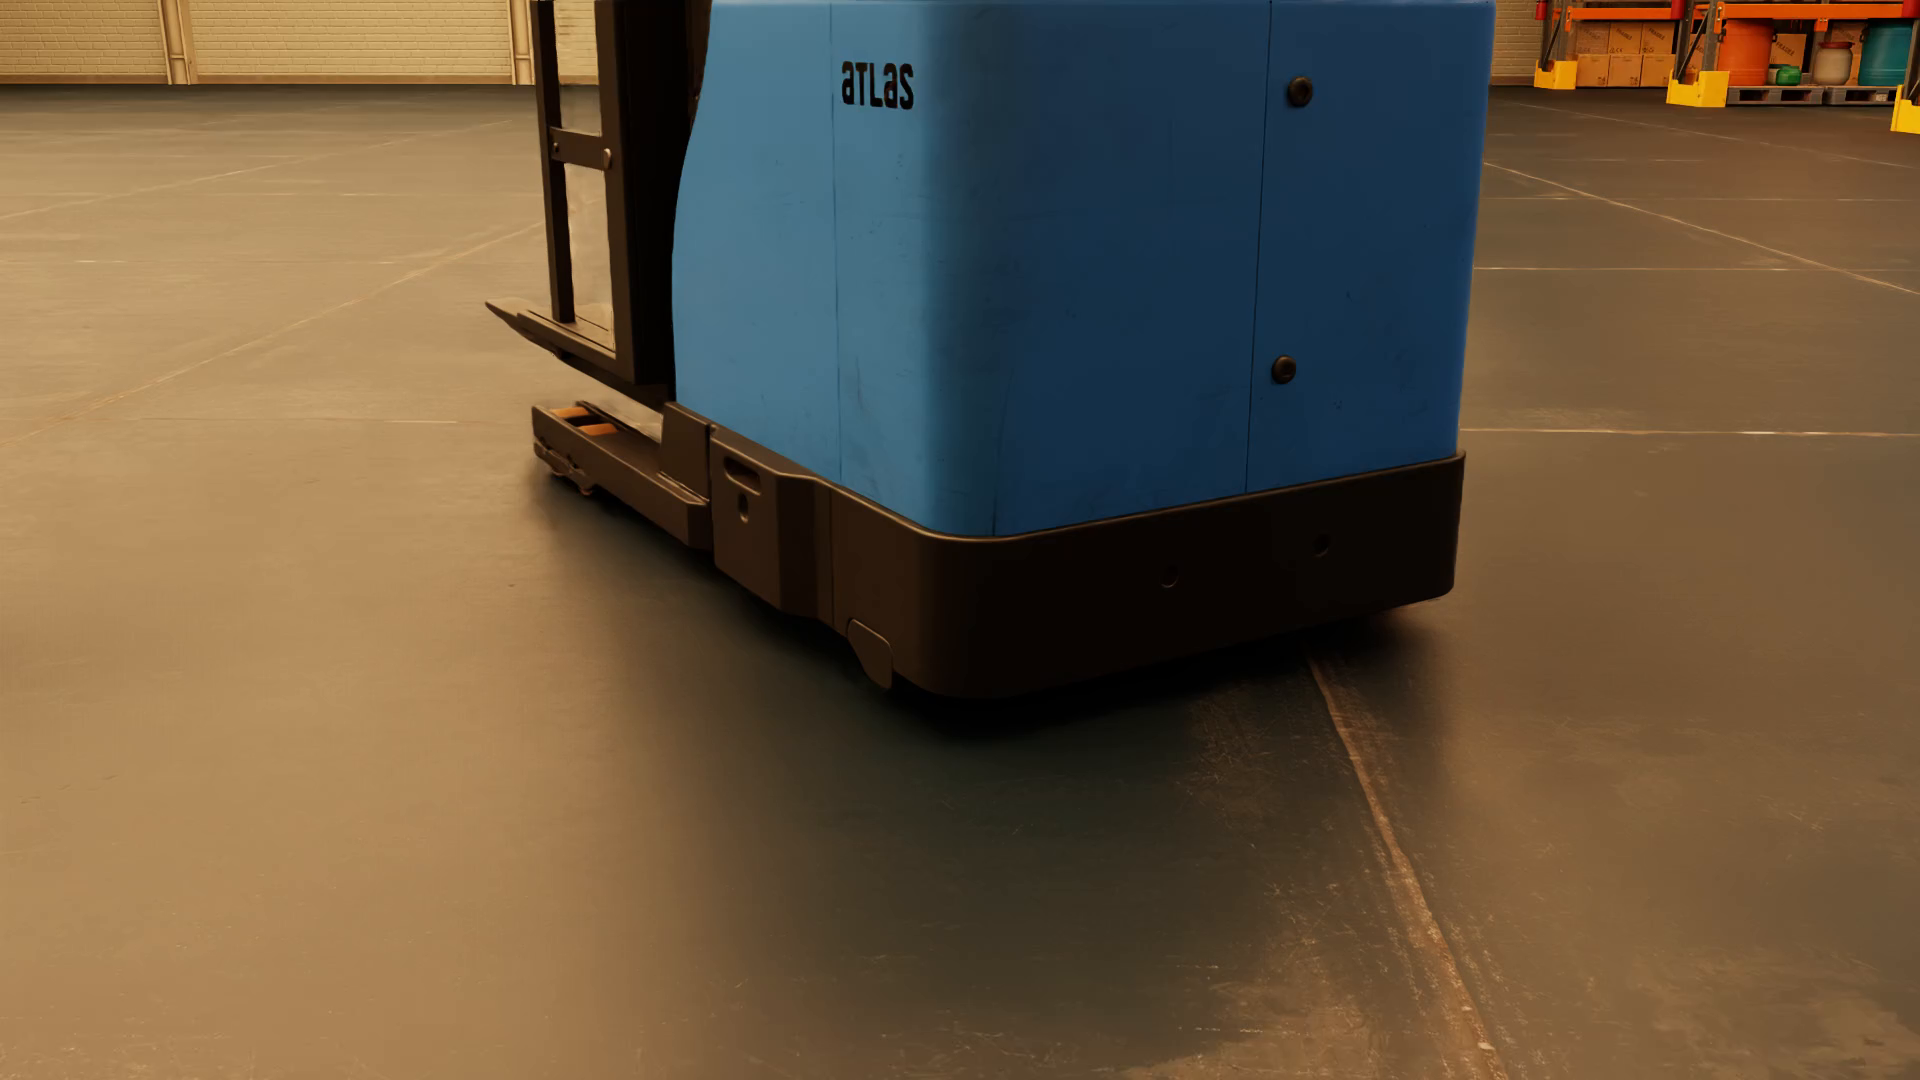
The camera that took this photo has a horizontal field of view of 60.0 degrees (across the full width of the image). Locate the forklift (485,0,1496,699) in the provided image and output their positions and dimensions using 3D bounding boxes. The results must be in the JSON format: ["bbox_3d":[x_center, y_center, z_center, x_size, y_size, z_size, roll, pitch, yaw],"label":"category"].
[{"bbox_3d":[-0.330,-1.555,3.437,1.130,2.935,3.031,-10,20,-29],"label":"forklift"}]
